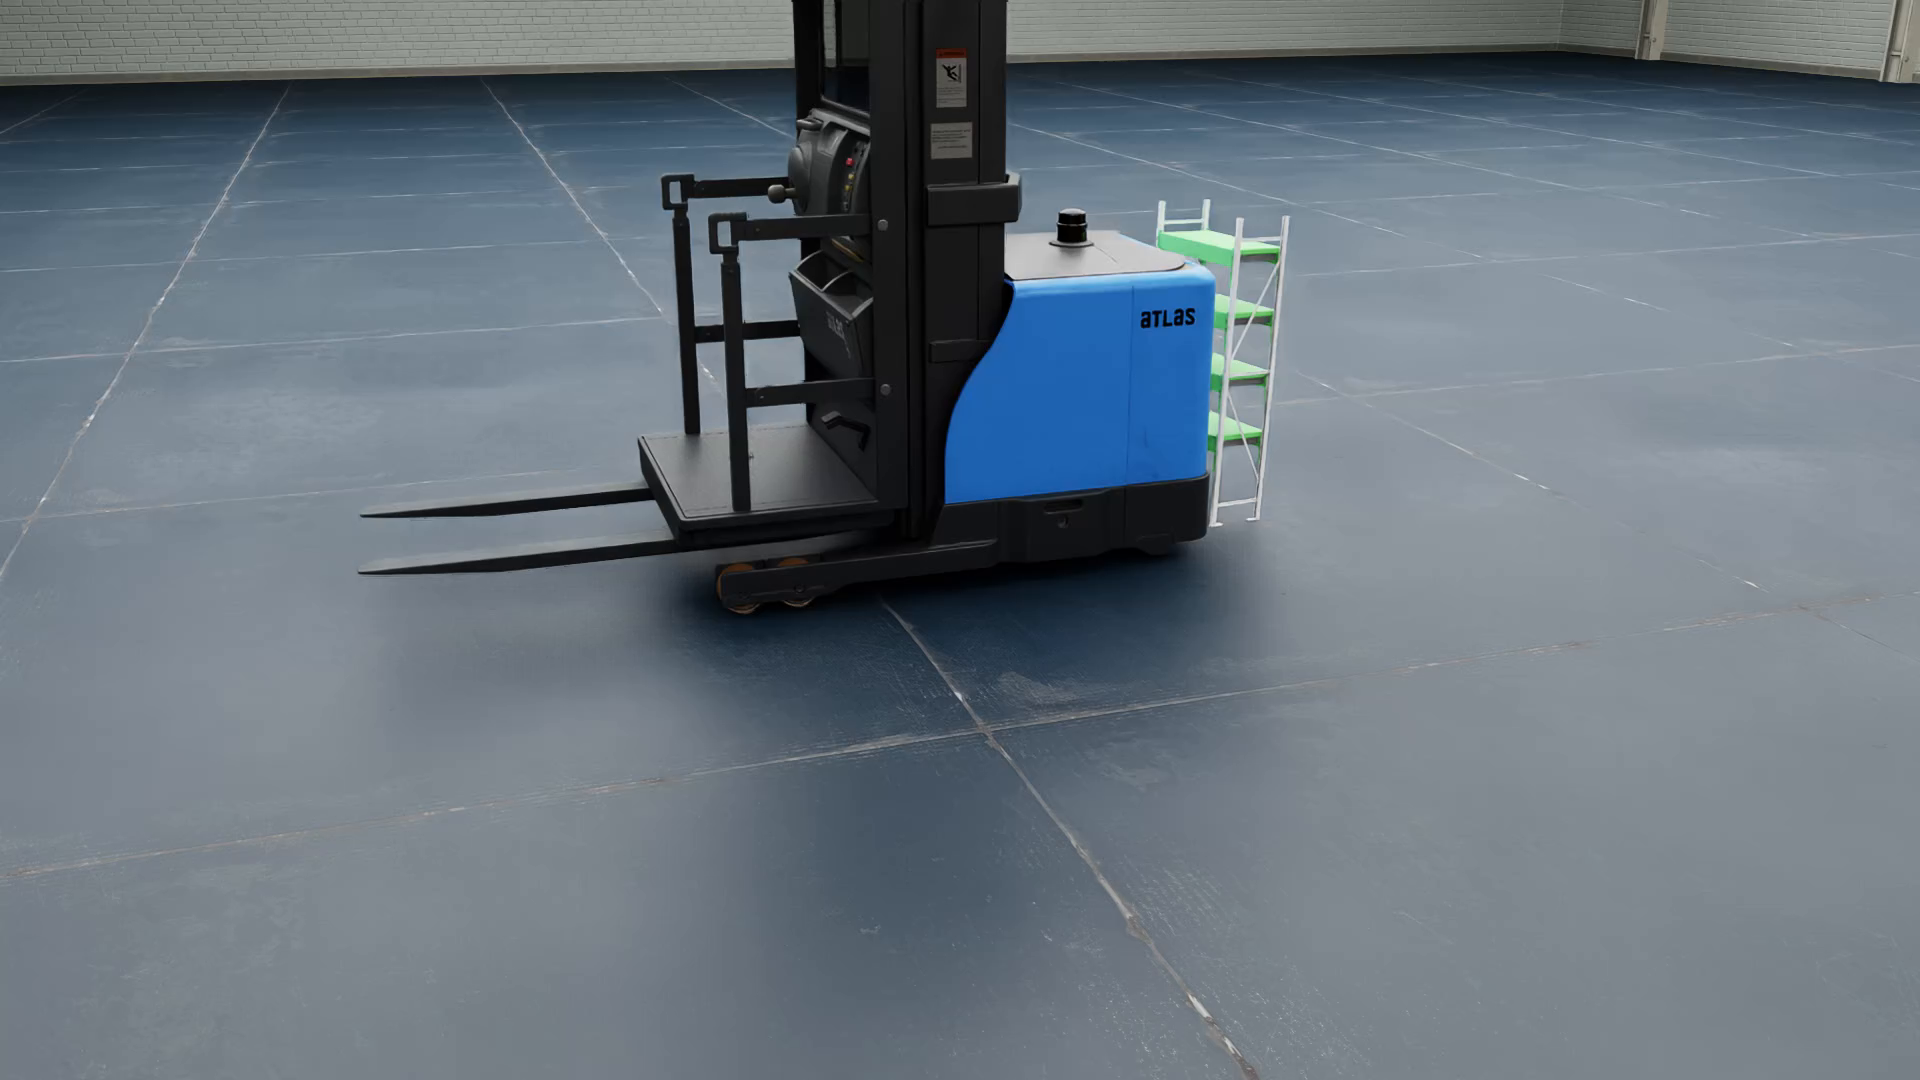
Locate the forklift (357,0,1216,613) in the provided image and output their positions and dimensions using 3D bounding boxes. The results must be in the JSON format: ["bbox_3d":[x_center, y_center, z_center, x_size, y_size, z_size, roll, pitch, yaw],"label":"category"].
[{"bbox_3d":[-0.642,-1.329,5.780,3.031,2.935,1.130,-6,21,-17],"label":"forklift"}]

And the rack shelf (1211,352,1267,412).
[{"bbox_3d":[0.988,-0.648,6.618,0.258,0.148,0.480,-8,21,-28],"label":"rack shelf"}]

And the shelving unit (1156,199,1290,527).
[{"bbox_3d":[0.990,-0.709,6.598,0.258,1.200,0.503,-8,21,-28],"label":"shelving unit"}]

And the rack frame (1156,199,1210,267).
[{"bbox_3d":[0.871,-0.781,6.798,0.240,1.200,0.015,-8,21,-28],"label":"rack frame"}]

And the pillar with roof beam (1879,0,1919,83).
[{"bbox_3d":[11.392,-11.354,24.714,9.100,9.000,0.400,-6,21,-17],"label":"pillar with roof beam"}]

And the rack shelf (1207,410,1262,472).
[{"bbox_3d":[0.979,-0.421,6.694,0.258,0.148,0.480,-8,21,-28],"label":"rack shelf"}]

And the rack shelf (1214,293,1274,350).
[{"bbox_3d":[0.997,-0.875,6.542,0.258,0.148,0.480,-8,21,-28],"label":"rack shelf"}]

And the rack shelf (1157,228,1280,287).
[{"bbox_3d":[1.006,-1.103,6.465,0.258,0.148,0.480,-8,21,-28],"label":"rack shelf"}]

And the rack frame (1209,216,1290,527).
[{"bbox_3d":[1.110,-0.637,6.398,0.240,1.200,0.015,-8,21,-28],"label":"rack frame"}]

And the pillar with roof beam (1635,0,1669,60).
[{"bbox_3d":[9.507,-13.279,30.074,9.100,9.000,0.400,-6,21,-17],"label":"pillar with roof beam"}]
